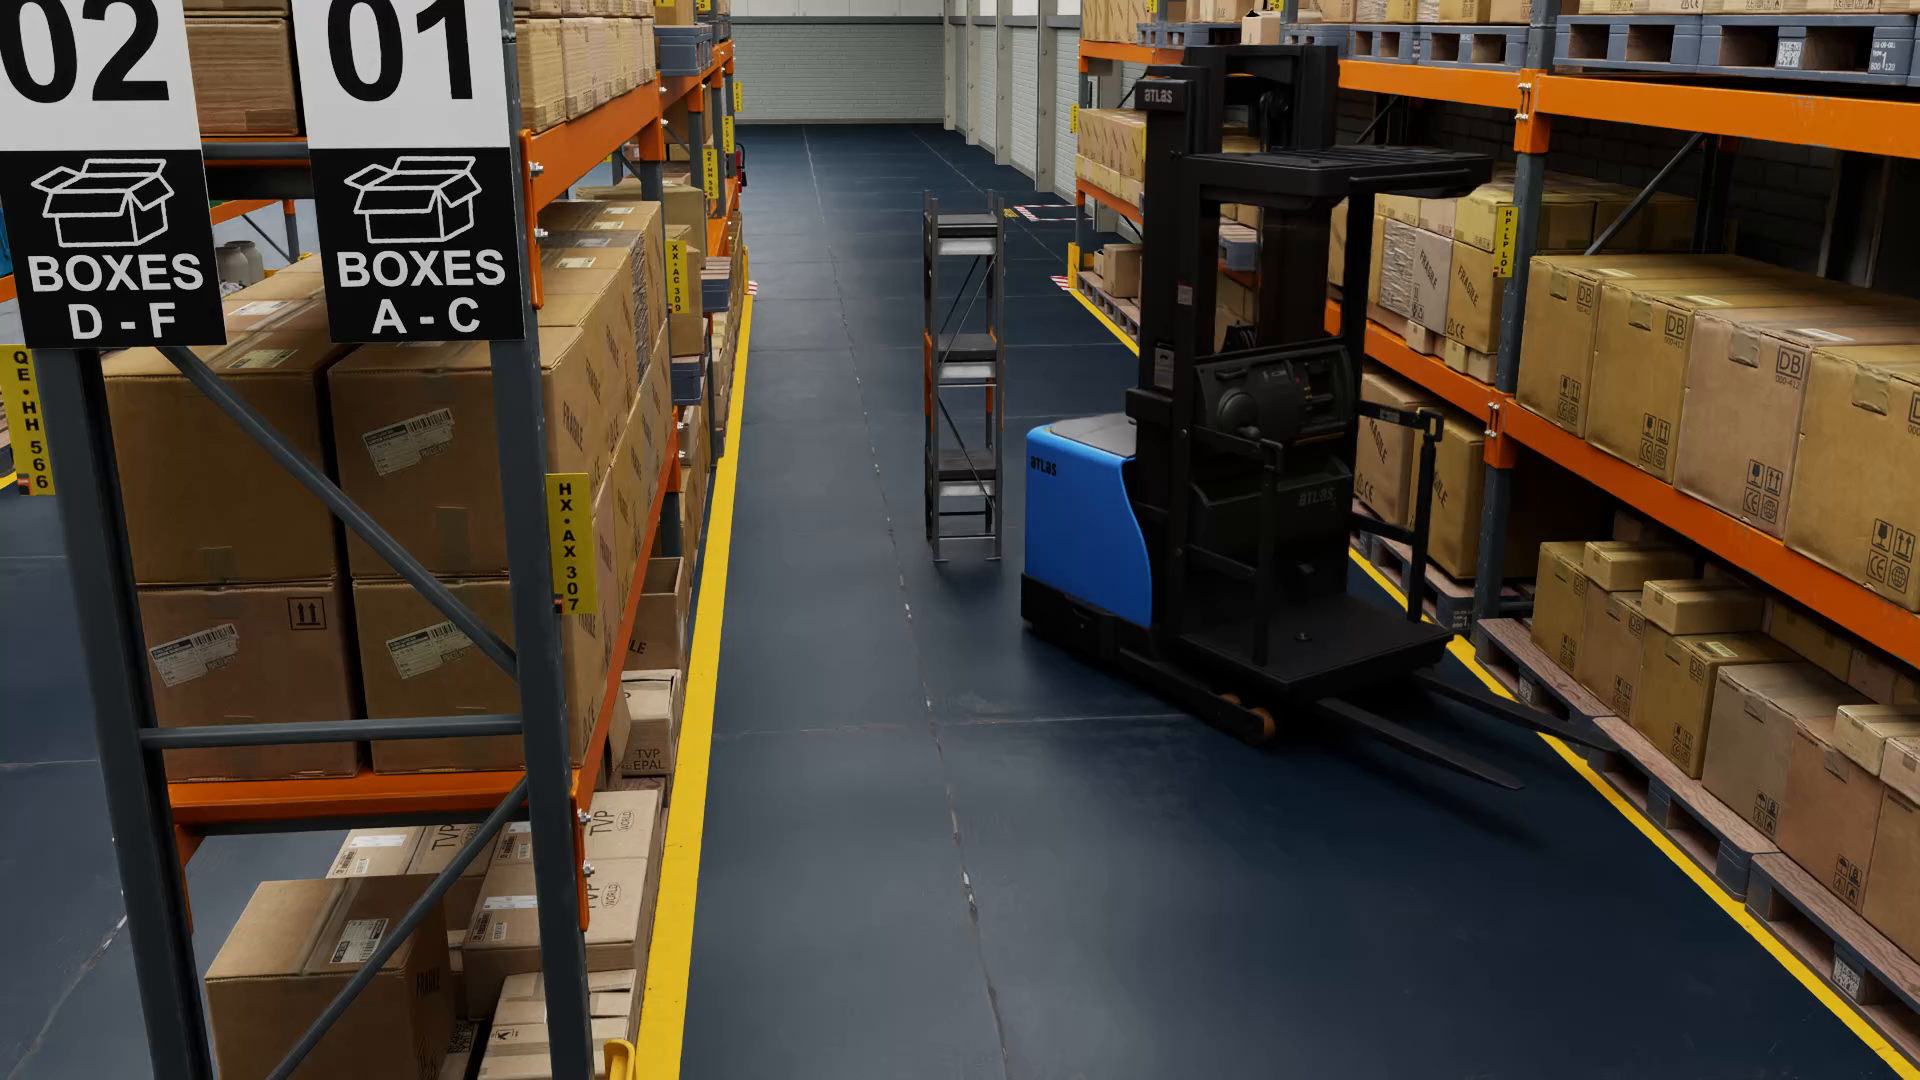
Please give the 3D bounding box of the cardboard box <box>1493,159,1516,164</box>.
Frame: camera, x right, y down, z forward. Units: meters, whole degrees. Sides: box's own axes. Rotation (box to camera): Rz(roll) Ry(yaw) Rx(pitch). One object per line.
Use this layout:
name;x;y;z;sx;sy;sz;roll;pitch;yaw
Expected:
cardboard box;3.102;-2.220;10.291;0.500;0.250;0.500;-2;18;-7

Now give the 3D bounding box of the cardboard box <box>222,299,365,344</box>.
cardboard box;-1.777;-0.359;4.477;0.500;0.500;0.500;-1;17;-4

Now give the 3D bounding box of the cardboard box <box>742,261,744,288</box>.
cardboard box;-2.642;-2.916;18.346;0.500;0.250;0.500;-2;18;-6

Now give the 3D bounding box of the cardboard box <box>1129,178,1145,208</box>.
cardboard box;1.934;-3.359;16.085;0.500;0.250;0.500;-2;18;-6

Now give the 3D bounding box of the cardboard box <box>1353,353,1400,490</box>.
cardboard box;2.727;-0.788;10.566;0.750;0.750;0.750;-2;18;-6

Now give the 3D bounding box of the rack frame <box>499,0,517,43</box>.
rack frame;-1.404;-2.422;2.868;1.000;3.000;0.127;-2;18;-6

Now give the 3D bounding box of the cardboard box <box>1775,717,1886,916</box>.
cardboard box;3.299;0.924;5.698;0.700;0.500;0.500;-2;18;-6

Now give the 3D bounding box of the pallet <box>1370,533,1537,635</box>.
pallet;2.955;0.197;9.196;1.003;0.211;1.213;-2;18;-6

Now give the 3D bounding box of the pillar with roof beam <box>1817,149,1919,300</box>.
pillar with roof beam;-0.240;-3.453;6.152;9.100;9.000;0.400;-2;18;-6

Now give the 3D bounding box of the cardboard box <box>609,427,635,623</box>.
cardboard box;-1.295;-0.051;5.164;0.500;0.500;0.500;-2;18;-6

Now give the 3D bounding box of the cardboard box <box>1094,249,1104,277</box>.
cardboard box;1.854;-3.199;19.113;0.500;0.311;0.500;-4;18;-12

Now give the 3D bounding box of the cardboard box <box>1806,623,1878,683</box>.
cardboard box;3.430;0.417;6.231;0.380;0.149;0.250;-2;18;-5

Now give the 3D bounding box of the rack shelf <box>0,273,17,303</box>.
rack shelf;-7.363;-2.044;12.880;1.077;0.370;4.000;-2;18;-6

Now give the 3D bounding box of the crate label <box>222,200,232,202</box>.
crate label;-7.523;-3.652;16.741;0.502;0.435;0.616;-2;18;-6

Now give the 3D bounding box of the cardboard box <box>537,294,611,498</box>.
cardboard box;-1.249;-0.380;4.544;0.500;0.500;0.500;-2;18;-5

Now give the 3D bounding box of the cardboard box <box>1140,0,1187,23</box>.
cardboard box;1.986;-4.921;15.636;0.500;0.500;0.500;-1;17;-4

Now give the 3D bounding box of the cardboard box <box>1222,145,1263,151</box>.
cardboard box;2.453;-3.032;13.926;0.700;0.500;0.500;1;17;2

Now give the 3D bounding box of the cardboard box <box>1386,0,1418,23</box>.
cardboard box;2.955;-3.322;9.841;0.700;0.500;0.500;-1;17;-3

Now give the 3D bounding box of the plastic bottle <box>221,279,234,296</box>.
plastic bottle;-7.322;-2.421;16.568;0.144;0.351;0.185;-1;17;-3

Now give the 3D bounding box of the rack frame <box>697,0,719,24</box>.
rack frame;-2.642;-5.997;14.256;1.000;3.000;0.127;-2;18;-6

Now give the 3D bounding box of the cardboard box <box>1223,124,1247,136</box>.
cardboard box;2.444;-3.731;16.019;0.500;0.500;0.500;-2;18;-7

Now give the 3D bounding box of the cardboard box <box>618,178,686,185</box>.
cardboard box;-2.473;-2.647;13.434;0.500;0.500;0.500;-2;18;-6

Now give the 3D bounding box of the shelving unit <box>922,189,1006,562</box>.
shelving unit;0.017;-0.952;9.705;0.431;2.100;0.503;-2;18;-6

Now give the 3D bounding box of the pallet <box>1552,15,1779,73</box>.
pallet;3.184;-2.050;6.840;1.003;0.211;1.213;-2;18;-6

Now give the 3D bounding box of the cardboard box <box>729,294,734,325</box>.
cardboard box;-2.255;-2.024;14.570;0.500;0.311;0.500;-1;17;-4

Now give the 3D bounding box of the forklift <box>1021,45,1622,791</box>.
forklift;1.561;-0.659;7.381;1.130;2.935;3.031;-12;21;-32

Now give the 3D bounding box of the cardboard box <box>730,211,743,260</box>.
cardboard box;-2.703;-3.422;18.708;0.500;0.500;0.500;-2;18;-6

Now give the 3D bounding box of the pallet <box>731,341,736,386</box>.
pallet;-2.527;-1.586;14.877;1.003;0.211;1.213;-2;18;-6

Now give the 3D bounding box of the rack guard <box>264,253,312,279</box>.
rack guard;-7.927;-2.961;18.774;1.175;0.500;0.348;-2;18;-6

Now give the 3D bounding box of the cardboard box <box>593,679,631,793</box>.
cardboard box;-1.618;0.789;6.088;0.797;0.503;0.637;-2;18;-6

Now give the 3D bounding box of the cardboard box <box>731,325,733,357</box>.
cardboard box;-2.261;-1.758;14.658;0.500;0.250;0.500;-2;18;-6

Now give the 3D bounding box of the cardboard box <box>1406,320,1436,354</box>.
cardboard box;2.676;-1.117;9.114;0.380;0.149;0.250;-2;18;-6

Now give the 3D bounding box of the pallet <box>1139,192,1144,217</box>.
pallet;2.219;-2.965;14.935;1.003;0.211;1.213;-2;18;-6

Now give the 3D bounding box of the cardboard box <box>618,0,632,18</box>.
cardboard box;-1.399;-1.915;5.677;0.500;0.250;0.500;-2;18;-6

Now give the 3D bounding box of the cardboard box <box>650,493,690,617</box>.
cardboard box;-1.625;0.080;8.354;0.500;0.500;0.500;-3;18;-8

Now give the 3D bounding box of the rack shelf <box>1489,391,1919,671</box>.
rack shelf;3.316;0.034;6.263;1.077;0.370;4.000;-2;18;-6

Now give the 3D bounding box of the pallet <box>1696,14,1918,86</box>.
pallet;3.306;-1.688;5.685;1.003;0.211;1.213;-2;18;-6

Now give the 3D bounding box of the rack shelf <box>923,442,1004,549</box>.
rack shelf;0.017;-0.272;9.919;0.431;0.518;0.480;-2;18;-6

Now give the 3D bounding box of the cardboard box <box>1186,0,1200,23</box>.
cardboard box;2.262;-4.803;14.592;0.500;0.500;0.500;1;17;2

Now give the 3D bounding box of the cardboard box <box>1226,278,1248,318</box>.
cardboard box;2.517;-2.010;13.759;0.500;0.250;0.500;-2;18;-6

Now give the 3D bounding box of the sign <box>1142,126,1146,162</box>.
sign;1.746;-3.683;15.455;0.100;0.325;0.005;-2;18;-6

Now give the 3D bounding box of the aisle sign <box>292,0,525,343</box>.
aisle sign;-1.105;-0.789;3.341;0.394;0.787;0.004;-2;18;-6

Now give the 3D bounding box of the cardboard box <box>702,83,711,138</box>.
cardboard box;-2.748;-4.084;15.845;0.700;0.500;0.500;-2;18;-6

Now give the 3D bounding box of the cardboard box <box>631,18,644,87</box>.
cardboard box;-1.461;-1.825;6.225;0.500;0.250;0.500;-2;18;-6

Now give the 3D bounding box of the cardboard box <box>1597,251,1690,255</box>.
cardboard box;3.313;-1.250;8.452;0.500;0.500;0.500;-2;18;-8

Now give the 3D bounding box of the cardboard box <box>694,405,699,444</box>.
cardboard box;-1.780;-0.725;9.667;0.500;0.250;0.500;-2;18;-7

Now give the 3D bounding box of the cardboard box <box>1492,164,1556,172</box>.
cardboard box;3.155;-2.068;9.808;0.500;0.250;0.500;-2;18;-7

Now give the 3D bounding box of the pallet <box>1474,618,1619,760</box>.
pallet;3.110;0.654;7.742;1.003;0.211;1.213;-2;18;-6

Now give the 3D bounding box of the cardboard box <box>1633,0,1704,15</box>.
cardboard box;2.957;-2.147;6.382;0.500;0.250;0.500;-2;18;-7

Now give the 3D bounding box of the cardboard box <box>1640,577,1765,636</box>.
cardboard box;2.993;0.266;6.710;0.380;0.149;0.250;-2;18;-7

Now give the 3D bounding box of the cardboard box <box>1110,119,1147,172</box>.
cardboard box;1.830;-4.015;16.923;0.500;0.500;0.500;-2;18;-7

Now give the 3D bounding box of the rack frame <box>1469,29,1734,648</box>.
rack frame;3.110;-0.906;8.054;1.000;3.000;0.127;-2;18;-6
